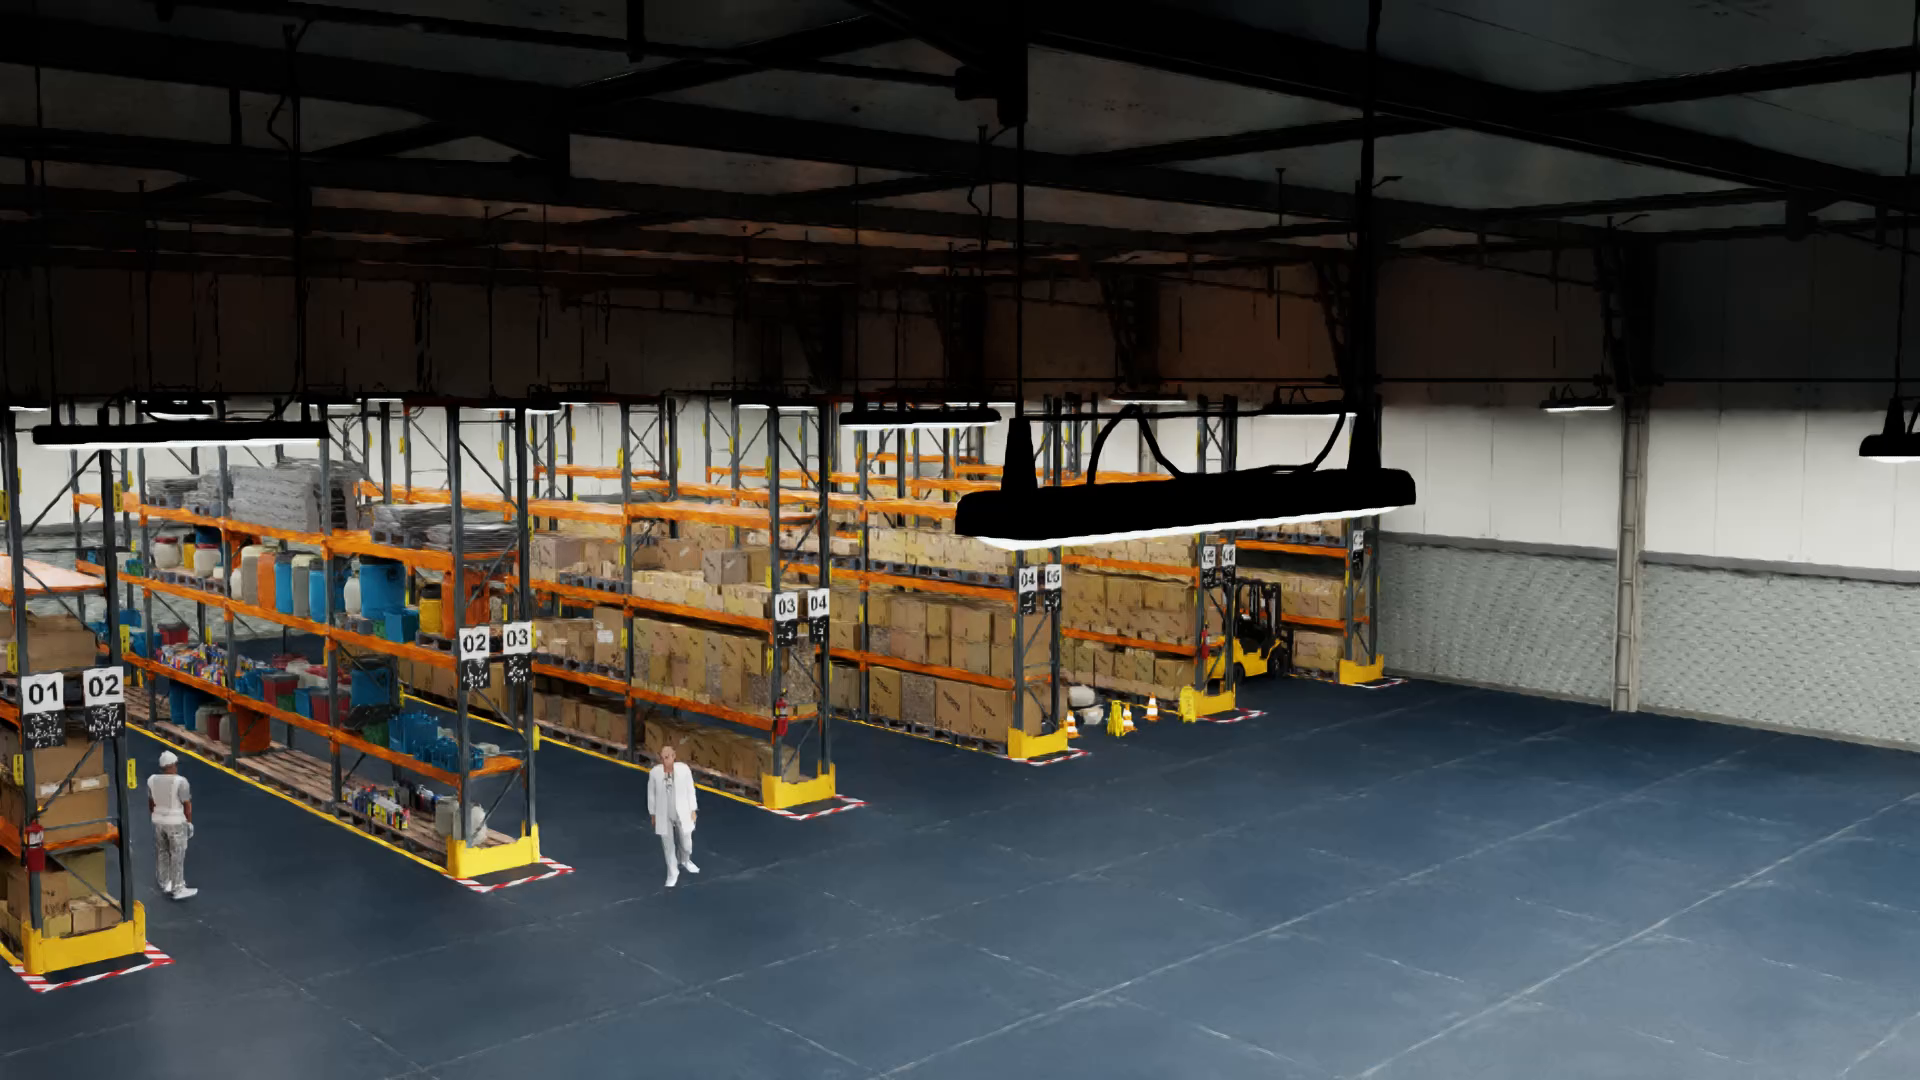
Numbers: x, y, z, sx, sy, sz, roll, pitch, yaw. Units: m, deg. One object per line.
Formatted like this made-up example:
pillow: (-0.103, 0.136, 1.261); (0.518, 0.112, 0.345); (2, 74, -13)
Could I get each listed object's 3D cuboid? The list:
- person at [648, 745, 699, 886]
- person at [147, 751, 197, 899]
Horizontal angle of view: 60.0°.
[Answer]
person: (-3.613, 3.429, 20.939); (0.619, 1.773, 0.599); (-1, 6, -8)
person: (-9.638, 3.456, 20.384); (0.618, 1.783, 0.457); (2, 6, 16)
